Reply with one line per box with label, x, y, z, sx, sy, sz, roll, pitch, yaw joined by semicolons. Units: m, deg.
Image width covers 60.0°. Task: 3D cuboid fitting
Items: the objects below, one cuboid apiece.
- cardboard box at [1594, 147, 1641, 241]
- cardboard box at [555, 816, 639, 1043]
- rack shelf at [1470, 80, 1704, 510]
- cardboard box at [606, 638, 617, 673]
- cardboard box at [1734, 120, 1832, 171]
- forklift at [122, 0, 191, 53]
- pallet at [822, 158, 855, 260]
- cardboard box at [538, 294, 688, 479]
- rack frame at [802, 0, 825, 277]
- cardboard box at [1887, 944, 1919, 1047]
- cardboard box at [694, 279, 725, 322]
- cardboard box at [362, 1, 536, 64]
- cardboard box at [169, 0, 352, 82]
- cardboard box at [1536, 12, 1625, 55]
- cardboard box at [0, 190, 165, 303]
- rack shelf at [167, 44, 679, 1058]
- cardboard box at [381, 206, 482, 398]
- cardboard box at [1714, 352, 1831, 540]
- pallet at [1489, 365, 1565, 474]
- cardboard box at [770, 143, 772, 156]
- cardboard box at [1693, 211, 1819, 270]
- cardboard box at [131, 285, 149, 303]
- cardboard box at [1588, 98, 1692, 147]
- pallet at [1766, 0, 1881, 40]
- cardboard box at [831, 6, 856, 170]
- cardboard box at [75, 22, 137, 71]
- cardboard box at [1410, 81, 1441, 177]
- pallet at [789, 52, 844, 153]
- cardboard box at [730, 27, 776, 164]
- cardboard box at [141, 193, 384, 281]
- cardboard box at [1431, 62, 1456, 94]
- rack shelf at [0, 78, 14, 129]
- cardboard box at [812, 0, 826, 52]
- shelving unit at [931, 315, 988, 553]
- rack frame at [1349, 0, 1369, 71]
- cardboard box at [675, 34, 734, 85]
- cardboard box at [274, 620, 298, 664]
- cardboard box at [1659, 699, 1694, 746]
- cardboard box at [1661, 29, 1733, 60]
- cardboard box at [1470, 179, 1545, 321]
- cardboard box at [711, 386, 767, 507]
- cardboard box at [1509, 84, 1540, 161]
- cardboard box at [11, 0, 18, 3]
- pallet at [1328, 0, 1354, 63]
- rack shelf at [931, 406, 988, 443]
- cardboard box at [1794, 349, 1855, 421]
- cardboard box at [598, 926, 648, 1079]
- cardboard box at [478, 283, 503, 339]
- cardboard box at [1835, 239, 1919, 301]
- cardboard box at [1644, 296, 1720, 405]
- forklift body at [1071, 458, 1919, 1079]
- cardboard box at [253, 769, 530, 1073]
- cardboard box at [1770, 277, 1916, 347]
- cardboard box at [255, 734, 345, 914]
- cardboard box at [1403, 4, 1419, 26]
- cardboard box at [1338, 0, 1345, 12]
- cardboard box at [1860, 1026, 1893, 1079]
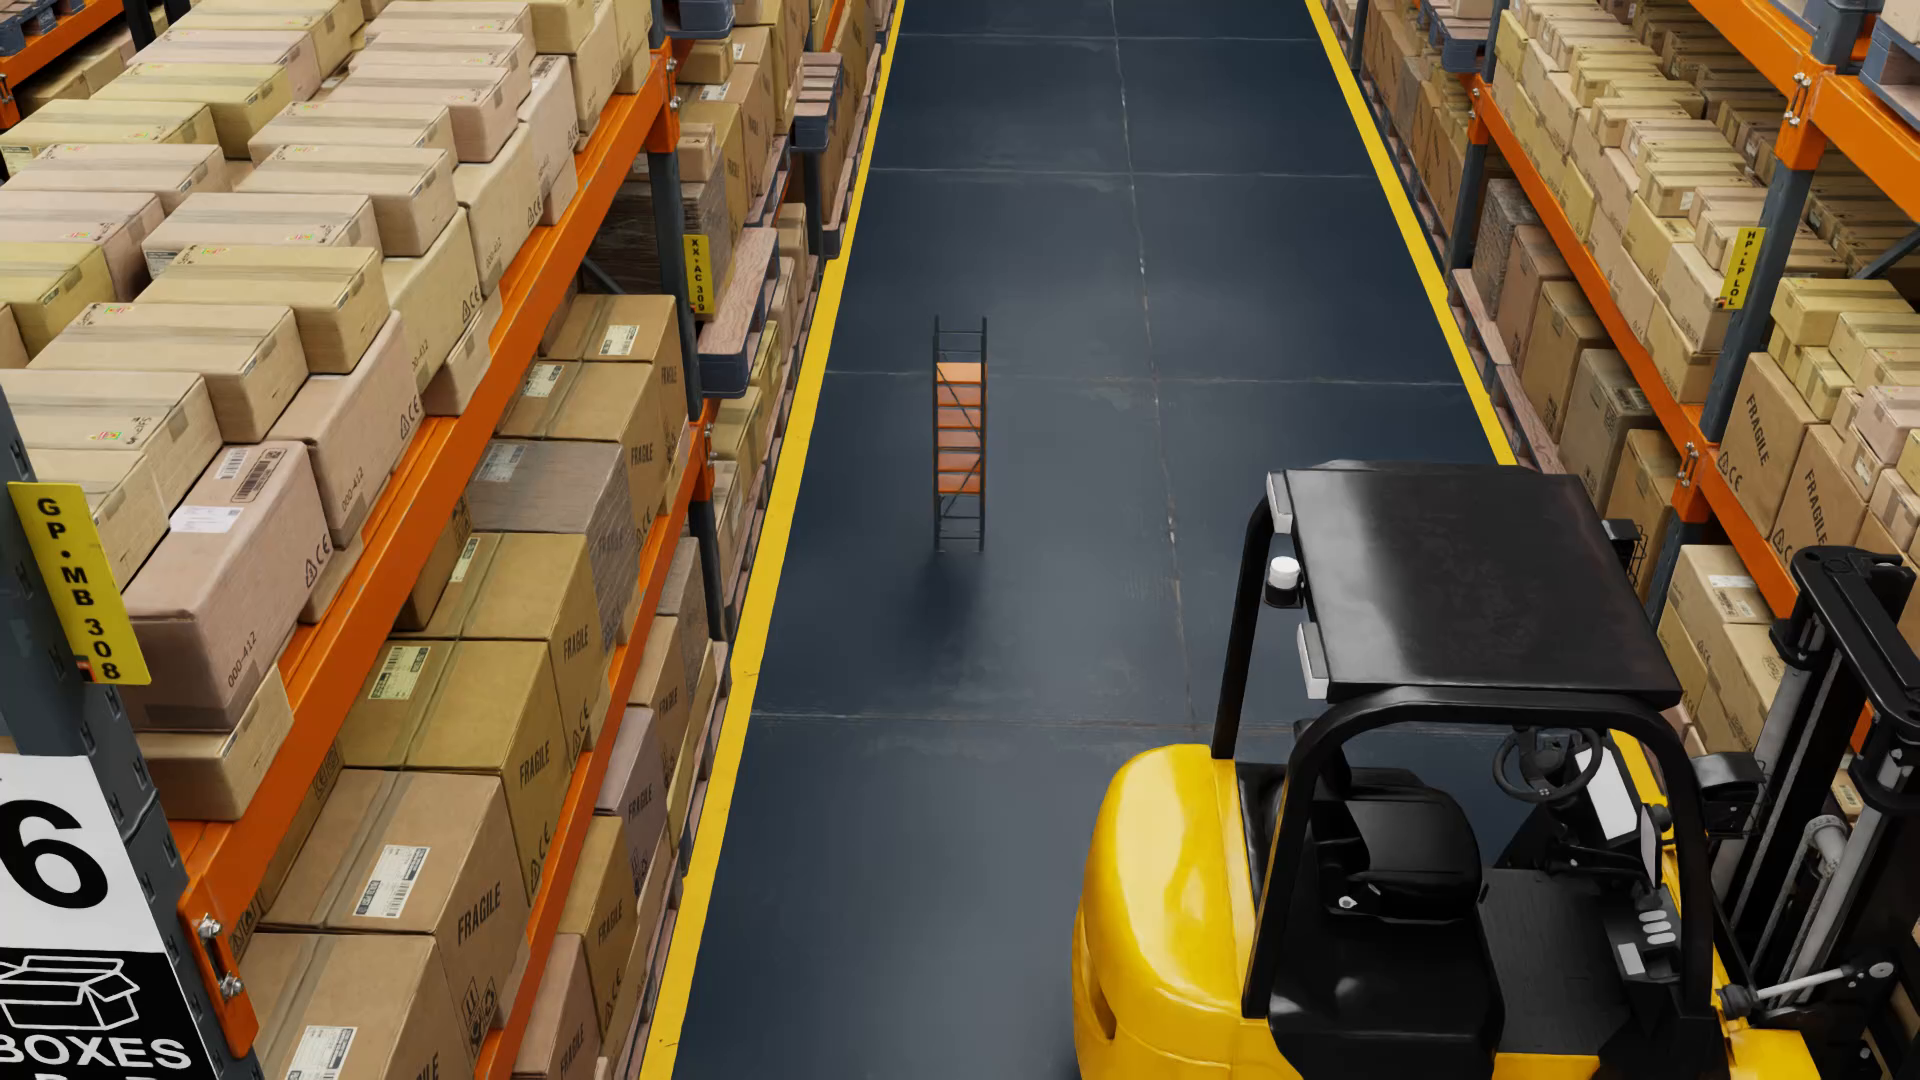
cardboard box;3.226;-1.571;7.573;0.500;0.250;0.500;2;35;3
cardboard box;-1.344;1.222;5.277;0.500;0.500;0.500;2;35;3
rack shelf;3.502;-1.406;8.267;1.077;0.370;4.000;1;35;2
cardboard box;-1.324;0.361;5.346;0.380;0.149;0.250;1;35;1
cardboard box;3.755;-1.785;7.531;0.380;0.149;0.250;1;35;2
forklift;-4.209;-2.571;9.360;3.031;2.935;1.130;18;39;24
pallet;-1.270;-2.272;11.299;1.003;0.211;1.213;1;35;2
cardboard box;-1.307;-0.565;6.100;0.500;0.500;0.500;0;35;1
rack frame;-1.377;-2.962;9.855;1.000;3.000;0.127;1;35;2
cardboard box;2.993;1.436;4.755;0.500;0.250;0.500;2;35;2
cardboard box;-1.200;-1.043;6.978;0.380;0.149;0.250;2;35;3
cardboard box;-1.359;-1.328;4.447;0.380;0.149;0.250;1;35;1
cardboard box;-1.874;-1.345;4.472;0.380;0.149;0.250;0;35;0
cardboard box;3.282;-2.677;8.800;0.380;0.149;0.250;2;35;3
cardboard box;-1.860;-0.596;3.406;0.380;0.149;0.250;1;35;2
rack shelf;-1.618;-0.447;4.295;1.077;0.370;4.000;1;35;2
cardboard box;-1.386;-0.522;3.647;0.500;0.250;0.500;2;35;3
cardboard box;3.143;-0.343;6.042;0.500;0.500;0.500;0;35;1
pallet;3.459;-0.537;8.831;1.003;0.211;1.213;1;35;2
cardboard box;-1.138;-1.945;8.262;0.380;0.149;0.250;0;35;0
cardboard box;3.206;-1.207;6.708;0.380;0.149;0.250;1;35;1
cardboard box;-1.910;-0.540;3.673;0.500;0.250;0.500;2;35;3
cardboard box;3.169;-1.948;7.761;0.380;0.149;0.250;0;35;1
pallet;3.445;-2.207;6.339;0.805;0.209;1.217;0;35;0
cardboard box;-1.226;-3.171;11.636;0.875;0.875;0.875;2;35;2
cardboard box;-6.005;-3.440;11.692;0.500;0.250;0.500;2;35;2
cardboard box;3.434;-2.834;11.483;0.500;0.500;0.500;3;35;4
pallet;-1.299;-2.471;9.324;1.213;0.211;1.003;1;35;2
cardboard box;-1.169;-2.128;7.958;0.500;0.500;0.500;0;35;0
cardboard box;-1.416;-0.590;3.397;0.380;0.149;0.250;1;35;2
cardboard box;3.450;-3.155;11.375;0.380;0.149;0.250;1;35;1
rack shelf;-6.407;-1.574;8.507;1.077;0.370;4.000;1;35;2
cardboard box;-1.106;-3.176;10.290;0.500;0.250;0.500;1;35;1
shelving unit;-0.001;-0.483;7.893;0.258;1.200;0.189;1;35;2
rack frame;3.743;-5.147;12.965;1.000;3.000;0.127;1;35;2
cardboard box;-1.225;-2.152;7.428;0.380;0.149;0.250;3;35;5
cardboard box;-1.439;0.174;3.003;0.380;0.149;0.250;0;35;0
cardboard box;3.072;0.672;6.711;0.500;0.250;0.500;2;35;2
cardboard box;3.862;-2.521;8.577;0.380;0.149;0.250;1;35;1
cardboard box;3.544;-1.691;9.748;0.875;0.625;0.625;2;35;3
cardboard box;-1.494;-0.475;8.237;0.950;0.372;0.625;3;35;5
cardboard box;3.296;-2.250;8.973;0.500;0.250;0.500;1;35;1
cardboard box;-6.097;-3.493;10.465;0.380;0.149;0.250;3;35;4
pallet;3.772;-4.401;14.328;1.003;0.211;1.213;1;35;2
rack shelf;-0.001;-0.544;7.850;0.258;0.103;0.180;1;35;2
cardboard box;3.138;-0.531;5.746;0.380;0.149;0.250;2;35;3
cardboard box;-1.352;1.524;5.499;0.500;0.250;0.500;4;35;5
cardboard box;-1.343;-0.568;4.059;0.380;0.149;0.250;0;35;1
cardboard box;3.651;-1.054;6.490;0.380;0.149;0.250;1;35;1
cardboard box;3.181;-0.785;6.889;0.500;0.250;0.500;2;35;3
forklift body;1.515;0.963;5.009;2.313;2.155;1.214;1;35;2
cardboard box;-1.385;0.909;4.003;0.500;0.500;0.500;2;35;3
cardboard box;3.113;-0.803;5.874;0.380;0.149;0.250;2;35;3
cardboard box;-1.868;0.474;3.752;0.700;0.500;0.500;2;35;2
cardboard box;3.533;-3.895;12.429;0.380;0.149;0.250;1;35;1
cardboard box;3.487;-4.732;14.388;0.396;0.266;0.258;3;35;4
cardboard box;2.999;1.624;4.922;0.500;0.250;0.500;1;35;1
